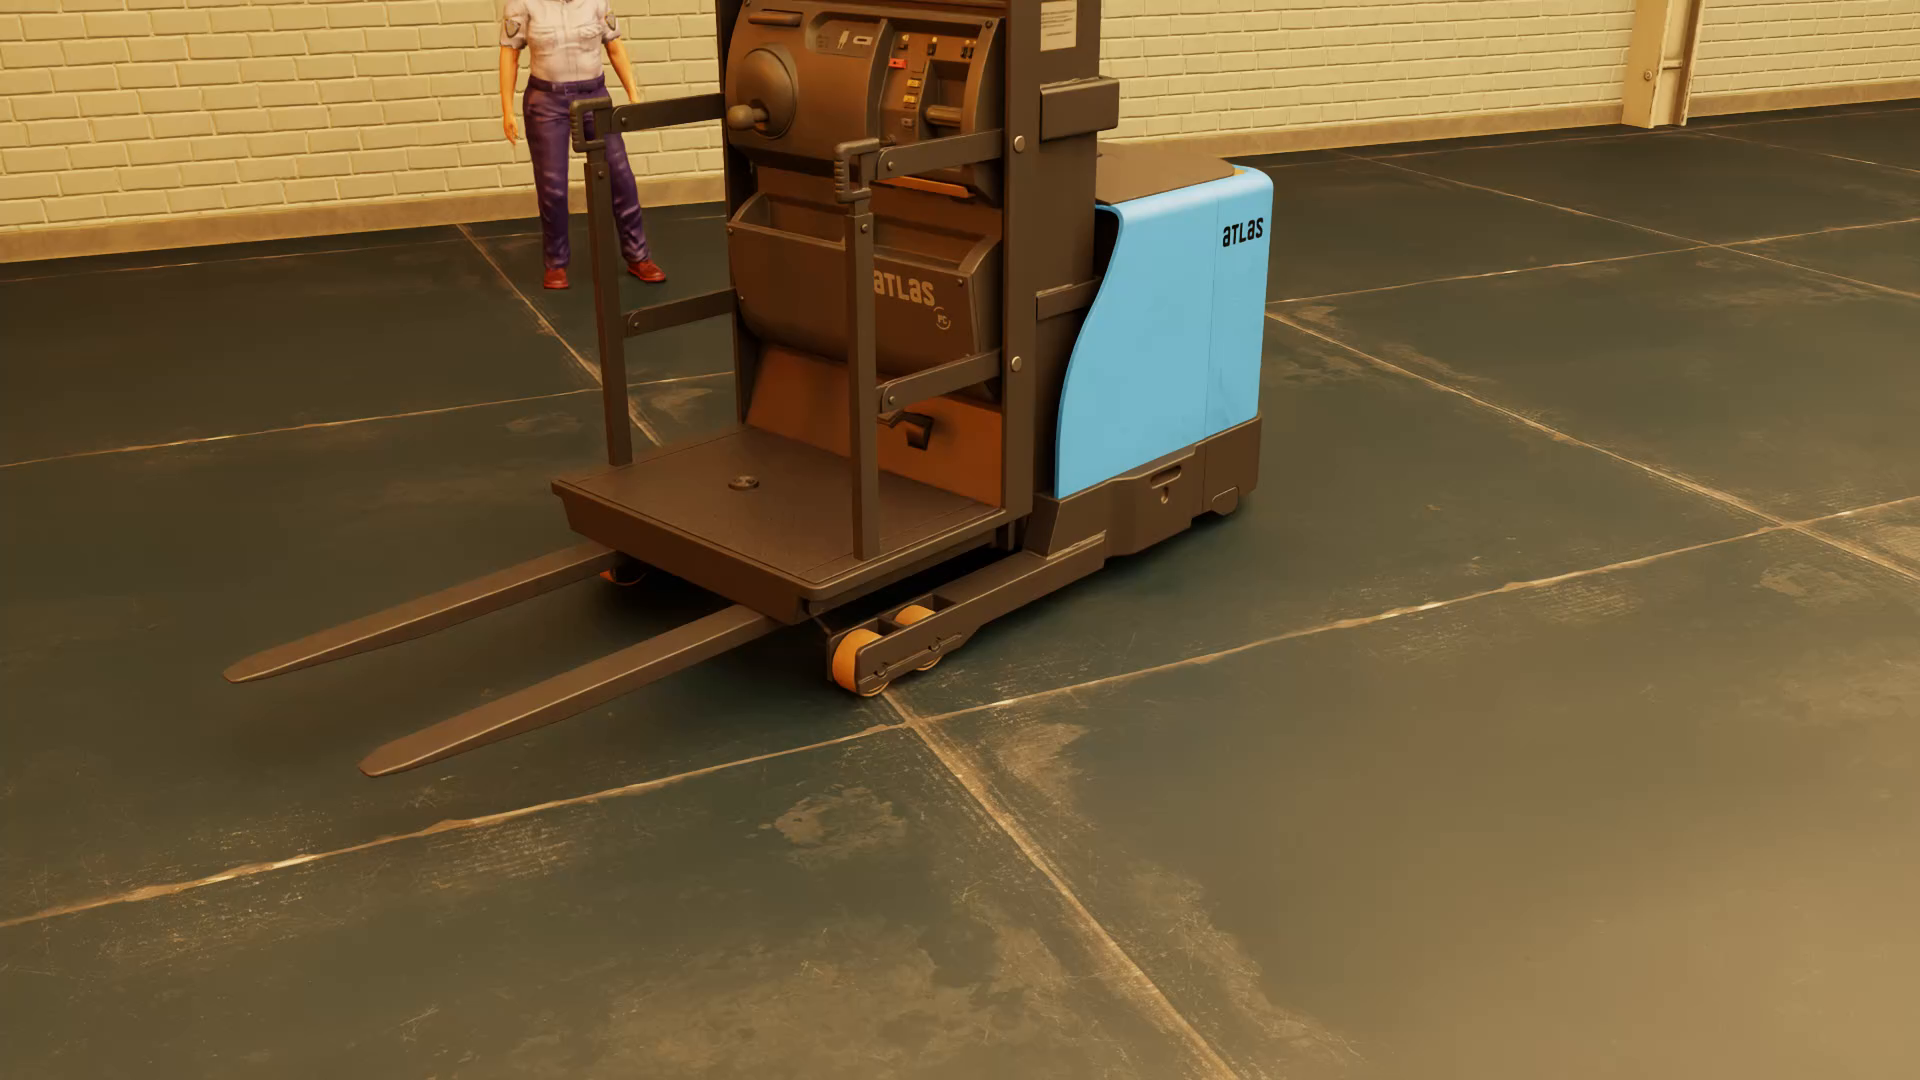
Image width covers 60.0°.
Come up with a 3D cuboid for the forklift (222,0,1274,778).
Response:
[{"bbox_3d":[-0.413,-1.182,4.131,1.130,2.935,3.031,19,29,39],"label":"forklift"}]

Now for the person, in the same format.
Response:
[{"bbox_3d":[-1.812,-2.025,7.855,0.685,1.637,0.403,-11,25,-25],"label":"person"}]
